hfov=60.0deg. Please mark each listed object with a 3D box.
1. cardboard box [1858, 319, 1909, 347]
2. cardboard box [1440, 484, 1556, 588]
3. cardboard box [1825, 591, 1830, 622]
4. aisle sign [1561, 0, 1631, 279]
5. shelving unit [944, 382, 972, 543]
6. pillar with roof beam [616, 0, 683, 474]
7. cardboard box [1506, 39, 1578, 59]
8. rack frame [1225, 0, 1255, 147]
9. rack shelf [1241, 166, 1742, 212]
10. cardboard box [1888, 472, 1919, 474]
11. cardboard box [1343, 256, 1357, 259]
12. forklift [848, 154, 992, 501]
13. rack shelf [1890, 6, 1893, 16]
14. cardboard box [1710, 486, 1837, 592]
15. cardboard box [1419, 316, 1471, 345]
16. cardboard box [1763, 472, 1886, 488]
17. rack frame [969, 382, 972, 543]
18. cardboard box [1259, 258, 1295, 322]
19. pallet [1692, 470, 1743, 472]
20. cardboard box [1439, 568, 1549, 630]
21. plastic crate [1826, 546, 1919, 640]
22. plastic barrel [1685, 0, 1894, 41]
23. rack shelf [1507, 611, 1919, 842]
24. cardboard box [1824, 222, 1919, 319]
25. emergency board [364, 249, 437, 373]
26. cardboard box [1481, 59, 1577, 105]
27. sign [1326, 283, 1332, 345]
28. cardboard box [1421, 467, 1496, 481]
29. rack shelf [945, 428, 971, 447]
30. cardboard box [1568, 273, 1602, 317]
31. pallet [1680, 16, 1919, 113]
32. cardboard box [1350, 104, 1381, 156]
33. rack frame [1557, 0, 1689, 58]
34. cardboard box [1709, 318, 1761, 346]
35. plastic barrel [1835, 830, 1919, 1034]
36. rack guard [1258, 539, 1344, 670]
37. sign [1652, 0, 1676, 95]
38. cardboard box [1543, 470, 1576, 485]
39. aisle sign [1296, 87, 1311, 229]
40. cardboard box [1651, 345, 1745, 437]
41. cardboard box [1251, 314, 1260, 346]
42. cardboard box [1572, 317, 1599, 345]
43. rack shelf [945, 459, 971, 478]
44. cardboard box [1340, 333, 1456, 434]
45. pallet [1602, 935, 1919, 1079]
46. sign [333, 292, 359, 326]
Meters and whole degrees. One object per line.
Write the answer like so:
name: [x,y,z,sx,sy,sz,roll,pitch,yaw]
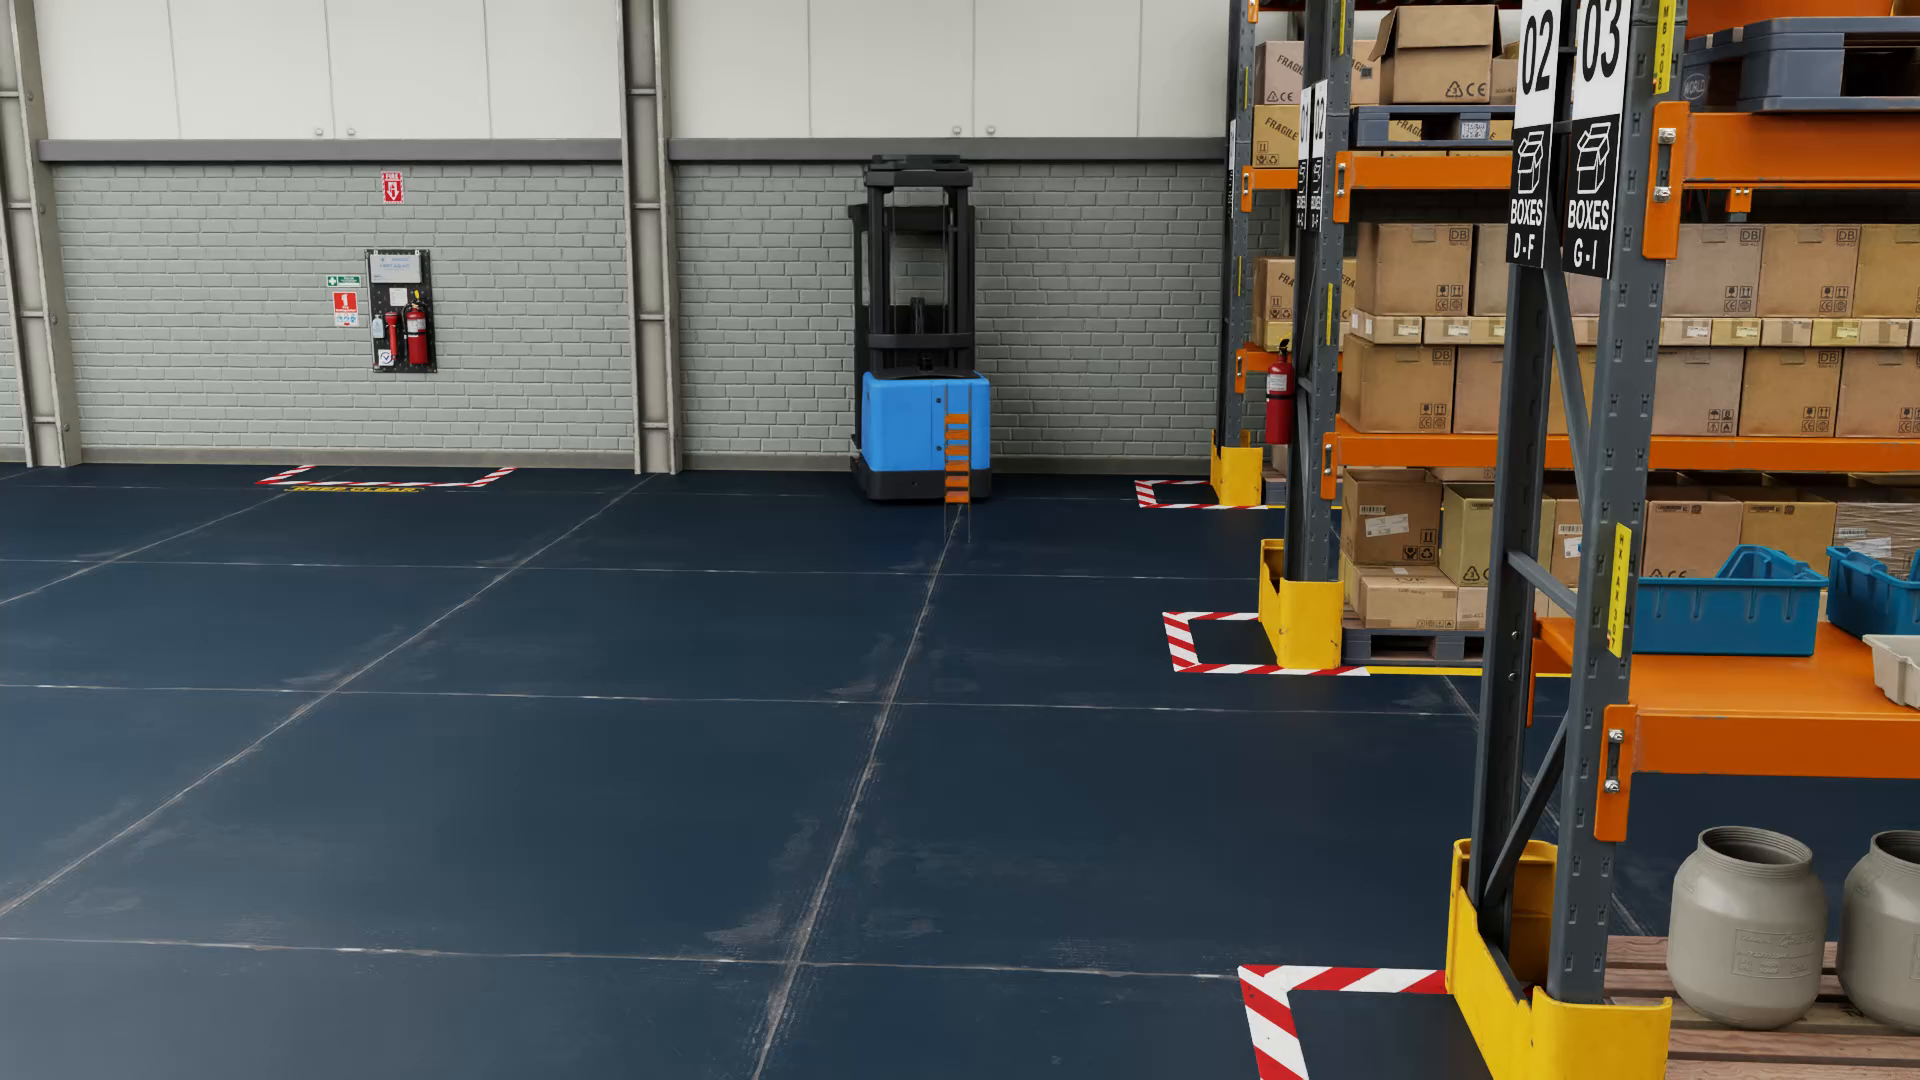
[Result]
cardboard box: [4.961,-1.145,9.087,0.250,0.149,0.380,1,12,4]
cardboard box: [3.045,-0.031,9.447,0.500,0.500,0.500,1,12,4]
cardboard box: [5.042,0.361,9.404,0.500,0.250,0.500,1,12,4]
aisle sign: [1.600,-1.065,4.183,0.004,0.787,0.394,1,12,4]
shelving unit: [-0.014,-0.587,12.646,0.189,1.200,0.258,1,12,4]
pillar with roof beam: [-3.165,-4.181,10.779,0.400,9.000,9.100,1,12,4]
cardboard box: [4.757,-3.799,13.540,0.500,0.500,0.500,0,12,2]
rack frame: [2.353,-4.812,13.792,0.127,3.000,1.000,1,12,4]
rack shelf: [4.349,-2.964,14.042,4.000,0.370,1.077,1,12,4]
cardboard box: [8.105,-0.794,14.266,0.500,0.500,0.700,1,12,4]
cardboard box: [3.340,-2.207,14.477,0.500,0.500,0.500,1,12,5]
forklift: [-0.442,-2.023,15.279,1.130,2.935,3.031,-2,12,-8]
rack shelf: [8.340,-4.182,13.514,4.000,0.370,1.077,1,12,4]
cardboard box: [4.543,-0.012,9.358,0.500,0.500,0.500,1,12,4]
cardboard box: [2.667,-1.177,9.241,0.250,0.149,0.380,0,12,2]
cardboard box: [5.076,-0.111,9.829,0.500,0.500,0.500,1,12,4]
rack frame: [0.077,-0.586,12.640,0.006,1.200,0.240,1,12,4]
cardboard box: [2.810,-2.111,14.018,0.500,0.500,0.500,1,12,4]
pallet: [7.121,-0.445,14.381,1.213,0.211,1.003,1,12,4]
cardboard box: [3.045,0.336,9.525,0.500,0.250,0.500,1,12,4]
plastic crate: [2.858,0.177,4.958,0.408,0.251,0.499,1,12,4]
plastic barrel: [2.185,-1.755,4.429,0.708,0.830,0.600,1,12,4]
rack shelf: [3.687,0.528,4.674,4.000,0.370,1.077,1,12,4]
cardboard box: [5.070,-1.504,9.218,0.500,0.500,0.700,1,12,4]
emergency board: [-5.340,-2.166,15.797,0.643,1.169,0.194,1,12,4]
cardboard box: [3.193,-2.570,9.401,0.500,0.250,0.500,1,12,4]
sign: [1.983,-1.212,8.930,0.005,0.325,0.100,1,12,4]
cardboard box: [4.335,-0.811,14.350,0.500,0.500,0.700,0,12,0]
rack shelf: [-0.014,-0.779,12.606,0.180,0.103,0.258,1,12,4]
cardboard box: [3.572,-1.525,9.317,0.500,0.500,0.700,1,12,4]
pallet: [2.510,-1.196,4.293,1.213,0.211,1.003,1,12,4]
cardboard box: [3.204,-3.332,13.751,0.500,0.500,0.500,2,12,8]
rack frame: [1.691,-2.788,4.117,0.127,3.000,1.000,1,12,4]
cardboard box: [4.200,-1.155,9.137,0.250,0.149,0.380,1,12,6]
plastic barrel: [2.853,1.161,4.941,0.421,0.512,0.421,0,12,0]
rack guard: [2.002,0.360,9.826,0.348,0.500,1.175,1,12,4]
sign: [1.650,-1.212,3.886,0.005,0.325,0.100,1,12,4]
cardboard box: [3.580,-0.133,9.934,0.500,0.500,0.500,1,12,4]
aisle sign: [1.980,-2.196,9.593,0.004,0.787,0.394,1,12,4]
cardboard box: [4.036,-0.882,9.416,0.500,0.500,0.700,1,12,5]
cardboard box: [2.833,-1.845,14.578,0.500,0.250,0.500,1,12,5]
cardboard box: [3.433,-1.166,9.190,0.250,0.149,0.380,0,12,2]
rack shelf: [-0.014,-0.544,12.655,0.180,0.103,0.258,1,12,4]
cardboard box: [2.491,-0.903,9.515,0.500,0.500,0.700,1,12,4]
pallet: [2.581,1.517,4.999,1.213,0.211,1.003,1,12,4]
sign: [-5.885,-2.212,15.930,0.234,0.329,0.001,1,12,4]
